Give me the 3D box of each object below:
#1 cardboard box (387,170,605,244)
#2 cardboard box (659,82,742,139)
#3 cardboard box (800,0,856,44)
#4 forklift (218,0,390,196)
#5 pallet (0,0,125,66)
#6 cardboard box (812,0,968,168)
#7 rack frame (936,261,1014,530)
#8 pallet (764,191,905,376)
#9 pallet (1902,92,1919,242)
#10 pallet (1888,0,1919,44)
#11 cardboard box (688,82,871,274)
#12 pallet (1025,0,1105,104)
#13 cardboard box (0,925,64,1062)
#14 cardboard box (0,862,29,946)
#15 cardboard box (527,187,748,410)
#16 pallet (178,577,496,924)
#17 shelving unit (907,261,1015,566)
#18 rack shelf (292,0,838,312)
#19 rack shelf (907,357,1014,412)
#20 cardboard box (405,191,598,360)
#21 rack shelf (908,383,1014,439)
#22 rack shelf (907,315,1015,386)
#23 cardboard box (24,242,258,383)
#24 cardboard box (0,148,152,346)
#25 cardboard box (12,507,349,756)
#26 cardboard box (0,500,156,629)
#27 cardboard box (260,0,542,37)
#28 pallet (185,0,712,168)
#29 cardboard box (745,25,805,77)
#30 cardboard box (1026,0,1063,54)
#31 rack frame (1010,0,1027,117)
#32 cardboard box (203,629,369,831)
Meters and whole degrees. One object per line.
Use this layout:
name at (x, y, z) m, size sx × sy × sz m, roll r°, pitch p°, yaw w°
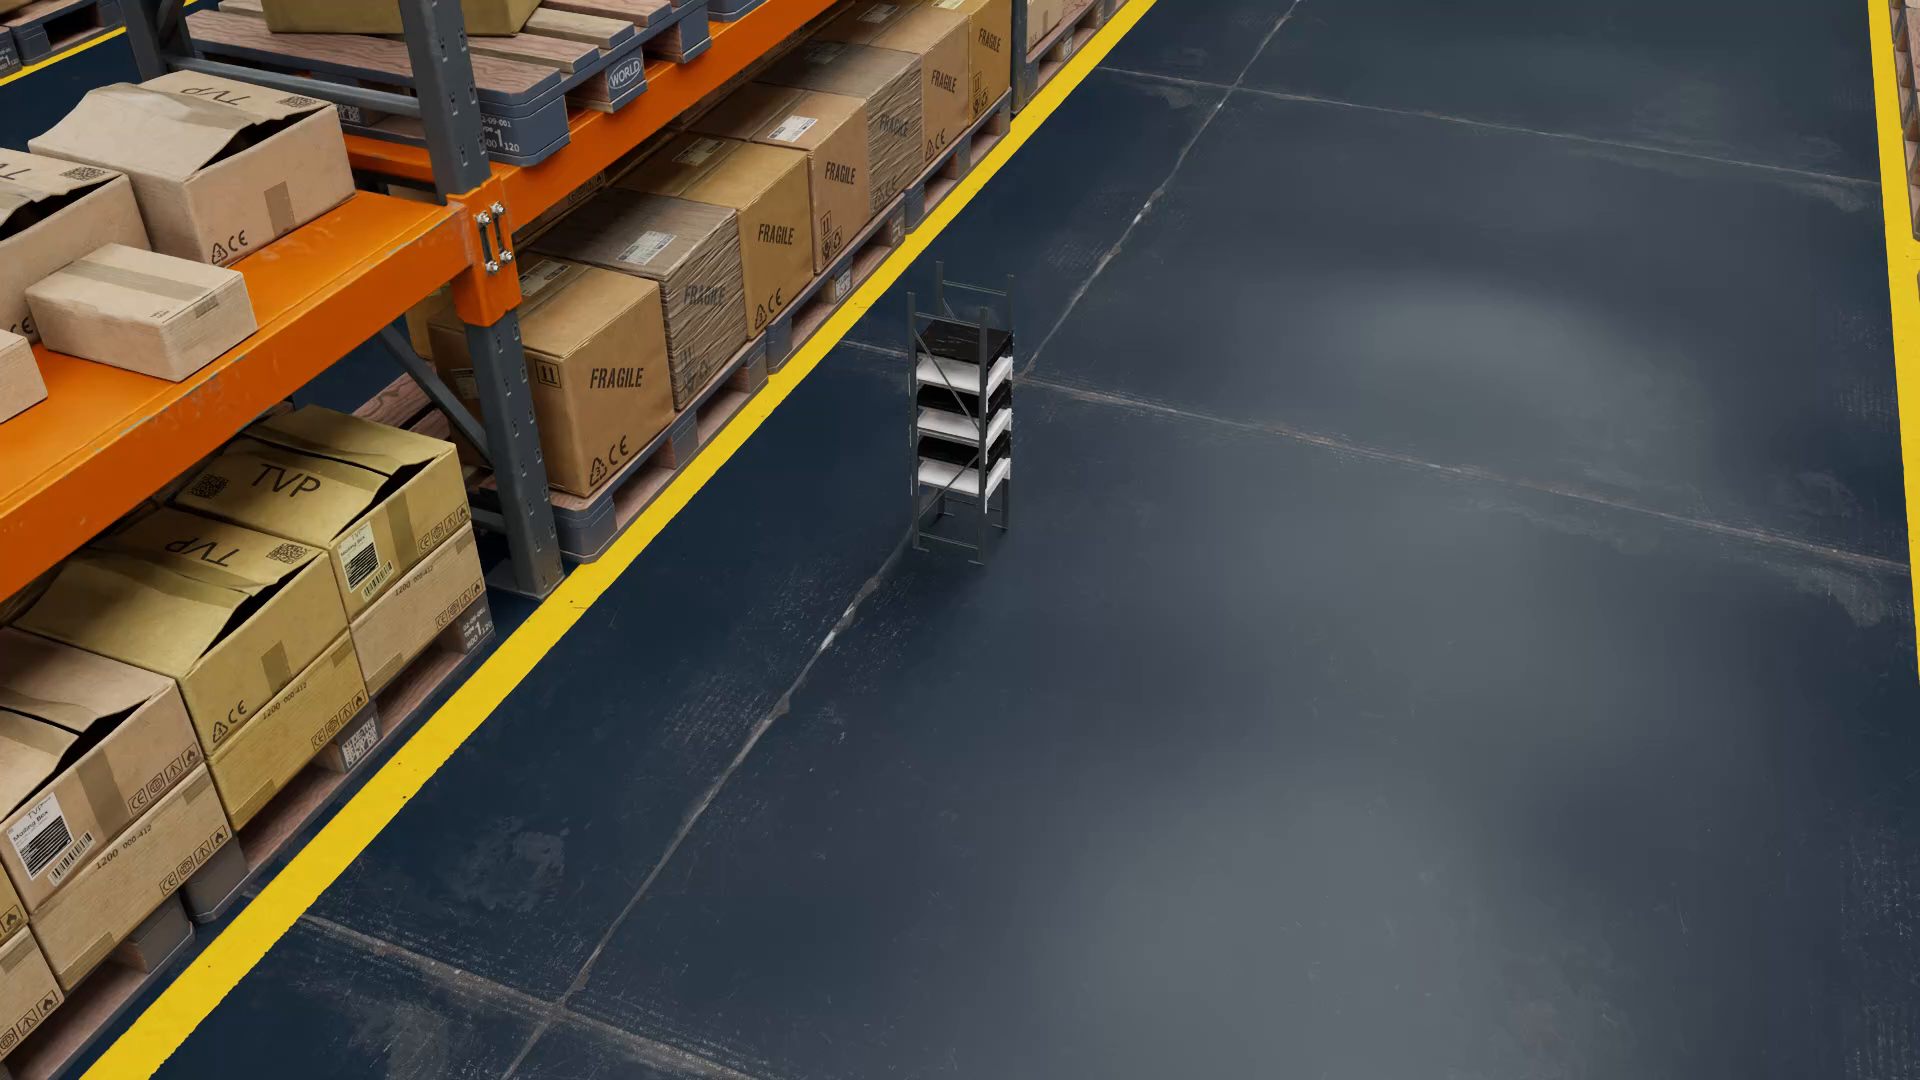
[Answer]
cardboard box at (-1.536, -1.240, 5.498) m, size 0.500 × 0.250 × 0.500 m, roll 15°, pitch 39°, yaw 19°
cardboard box at (-1.162, -1.486, 6.453) m, size 0.500 × 0.500 × 0.500 m, roll 12°, pitch 39°, yaw 16°
cardboard box at (-0.772, -2.041, 7.195) m, size 0.500 × 0.500 × 0.500 m, roll 14°, pitch 39°, yaw 18°
forklift at (-2.629, -2.482, 6.122) m, size 1.130 × 2.935 × 3.031 m, roll 14°, pitch 39°, yaw 18°
pallet at (-4.977, -2.941, 9.008) m, size 1.003 × 0.211 × 1.213 m, roll 14°, pitch 39°, yaw 18°
cardboard box at (-0.289, -1.941, 7.061) m, size 0.500 × 0.500 × 0.500 m, roll 14°, pitch 39°, yaw 18°
rack frame at (0.042, -0.421, 5.062) m, size 0.240 × 0.900 × 0.006 m, roll 14°, pitch 39°, yaw 18°
pallet at (-0.907, -1.122, 6.575) m, size 1.003 × 0.211 × 1.213 m, roll 14°, pitch 39°, yaw 18°
pallet at (4.653, -1.544, 7.140) m, size 1.003 × 0.211 × 1.213 m, roll 14°, pitch 39°, yaw 18°
pallet at (5.582, -2.895, 8.947) m, size 1.003 × 0.211 × 1.213 m, roll 14°, pitch 39°, yaw 18°
cardboard box at (-0.671, -1.381, 6.312) m, size 0.500 × 0.500 × 0.500 m, roll 13°, pitch 39°, yaw 16°
pallet at (0.092, -2.639, 8.604) m, size 1.003 × 0.211 × 1.213 m, roll 14°, pitch 39°, yaw 18°
cardboard box at (-2.247, 0.968, 3.395) m, size 0.500 × 0.250 × 0.500 m, roll 15°, pitch 39°, yaw 19°
cardboard box at (-2.243, 0.738, 3.234) m, size 0.500 × 0.311 × 0.500 m, roll 15°, pitch 39°, yaw 19°
cardboard box at (-1.061, -0.814, 5.554) m, size 0.500 × 0.500 × 0.500 m, roll 12°, pitch 39°, yaw 16°
pallet at (-2.041, 0.403, 4.535) m, size 1.003 × 0.211 × 1.213 m, roll 14°, pitch 39°, yaw 18°
shelving unit at (0.003, -0.365, 4.987) m, size 0.258 × 0.900 × 0.210 m, roll 14°, pitch 39°, yaw 18°
rack shelf at (-0.931, -1.980, 5.995) m, size 1.077 × 0.370 × 4.000 m, roll 14°, pitch 39°, yaw 18°
rack shelf at (0.003, -0.482, 4.899) m, size 0.258 × 0.077 × 0.200 m, roll 14°, pitch 39°, yaw 18°
cardboard box at (-1.553, -0.907, 5.679) m, size 0.500 × 0.500 × 0.500 m, roll 15°, pitch 39°, yaw 20°
rack shelf at (0.003, -0.410, 4.953) m, size 0.258 × 0.077 × 0.200 m, roll 14°, pitch 39°, yaw 18°
rack shelf at (0.003, -0.555, 4.845) m, size 0.258 × 0.077 × 0.200 m, roll 14°, pitch 39°, yaw 18°
cardboard box at (-1.779, -0.500, 3.623) m, size 0.380 × 0.149 × 0.250 m, roll 14°, pitch 39°, yaw 18°
cardboard box at (-2.212, -0.674, 3.721) m, size 0.500 × 0.311 × 0.500 m, roll 13°, pitch 39°, yaw 17°
cardboard box at (-1.855, 0.183, 3.978) m, size 0.500 × 0.311 × 0.500 m, roll 13°, pitch 39°, yaw 17°
cardboard box at (-2.355, 0.063, 4.138) m, size 0.500 × 0.311 × 0.500 m, roll 13°, pitch 39°, yaw 17°
cardboard box at (-1.557, -1.744, 4.643) m, size 0.700 × 0.500 × 0.500 m, roll 2°, pitch 37°, yaw 2°
pallet at (-1.499, -1.476, 4.879) m, size 1.213 × 0.211 × 1.003 m, roll 14°, pitch 39°, yaw 18°
cardboard box at (-0.960, -2.085, 6.628) m, size 0.500 × 0.250 × 0.500 m, roll 14°, pitch 39°, yaw 18°
cardboard box at (0.190, -2.658, 8.179) m, size 0.500 × 0.311 × 0.500 m, roll 14°, pitch 39°, yaw 18°
rack frame at (-0.170, -3.376, 7.261) m, size 1.000 × 3.000 × 0.127 m, roll 14°, pitch 39°, yaw 18°
cardboard box at (-1.860, 0.405, 4.149) m, size 0.500 × 0.250 × 0.500 m, roll 13°, pitch 39°, yaw 17°
